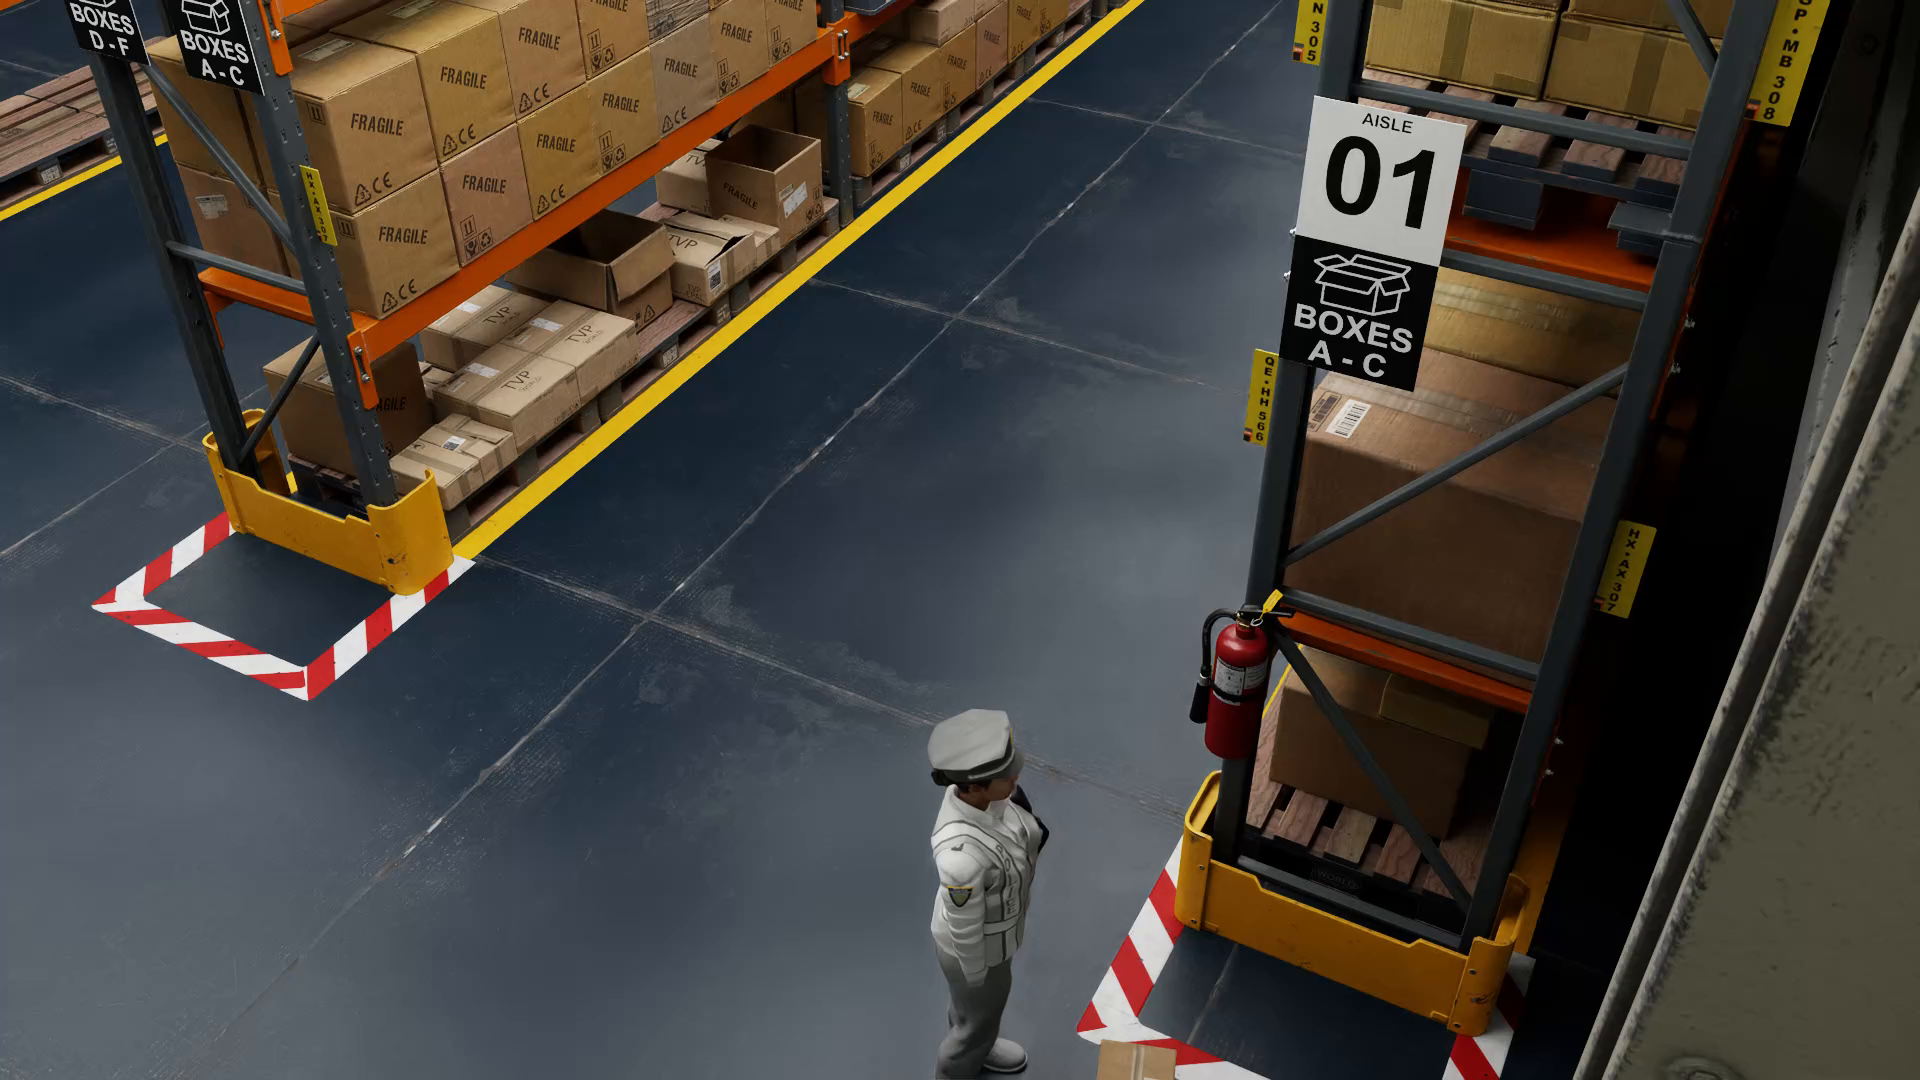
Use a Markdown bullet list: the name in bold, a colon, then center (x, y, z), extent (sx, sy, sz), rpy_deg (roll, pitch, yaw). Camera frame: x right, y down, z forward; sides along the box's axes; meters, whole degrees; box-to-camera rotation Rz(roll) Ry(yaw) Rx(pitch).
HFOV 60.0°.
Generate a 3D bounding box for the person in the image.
- **person**: center (0.078, 1.185, 5.133), extent (0.343, 1.679, 0.466), rpy_deg (7, 39, 9)
